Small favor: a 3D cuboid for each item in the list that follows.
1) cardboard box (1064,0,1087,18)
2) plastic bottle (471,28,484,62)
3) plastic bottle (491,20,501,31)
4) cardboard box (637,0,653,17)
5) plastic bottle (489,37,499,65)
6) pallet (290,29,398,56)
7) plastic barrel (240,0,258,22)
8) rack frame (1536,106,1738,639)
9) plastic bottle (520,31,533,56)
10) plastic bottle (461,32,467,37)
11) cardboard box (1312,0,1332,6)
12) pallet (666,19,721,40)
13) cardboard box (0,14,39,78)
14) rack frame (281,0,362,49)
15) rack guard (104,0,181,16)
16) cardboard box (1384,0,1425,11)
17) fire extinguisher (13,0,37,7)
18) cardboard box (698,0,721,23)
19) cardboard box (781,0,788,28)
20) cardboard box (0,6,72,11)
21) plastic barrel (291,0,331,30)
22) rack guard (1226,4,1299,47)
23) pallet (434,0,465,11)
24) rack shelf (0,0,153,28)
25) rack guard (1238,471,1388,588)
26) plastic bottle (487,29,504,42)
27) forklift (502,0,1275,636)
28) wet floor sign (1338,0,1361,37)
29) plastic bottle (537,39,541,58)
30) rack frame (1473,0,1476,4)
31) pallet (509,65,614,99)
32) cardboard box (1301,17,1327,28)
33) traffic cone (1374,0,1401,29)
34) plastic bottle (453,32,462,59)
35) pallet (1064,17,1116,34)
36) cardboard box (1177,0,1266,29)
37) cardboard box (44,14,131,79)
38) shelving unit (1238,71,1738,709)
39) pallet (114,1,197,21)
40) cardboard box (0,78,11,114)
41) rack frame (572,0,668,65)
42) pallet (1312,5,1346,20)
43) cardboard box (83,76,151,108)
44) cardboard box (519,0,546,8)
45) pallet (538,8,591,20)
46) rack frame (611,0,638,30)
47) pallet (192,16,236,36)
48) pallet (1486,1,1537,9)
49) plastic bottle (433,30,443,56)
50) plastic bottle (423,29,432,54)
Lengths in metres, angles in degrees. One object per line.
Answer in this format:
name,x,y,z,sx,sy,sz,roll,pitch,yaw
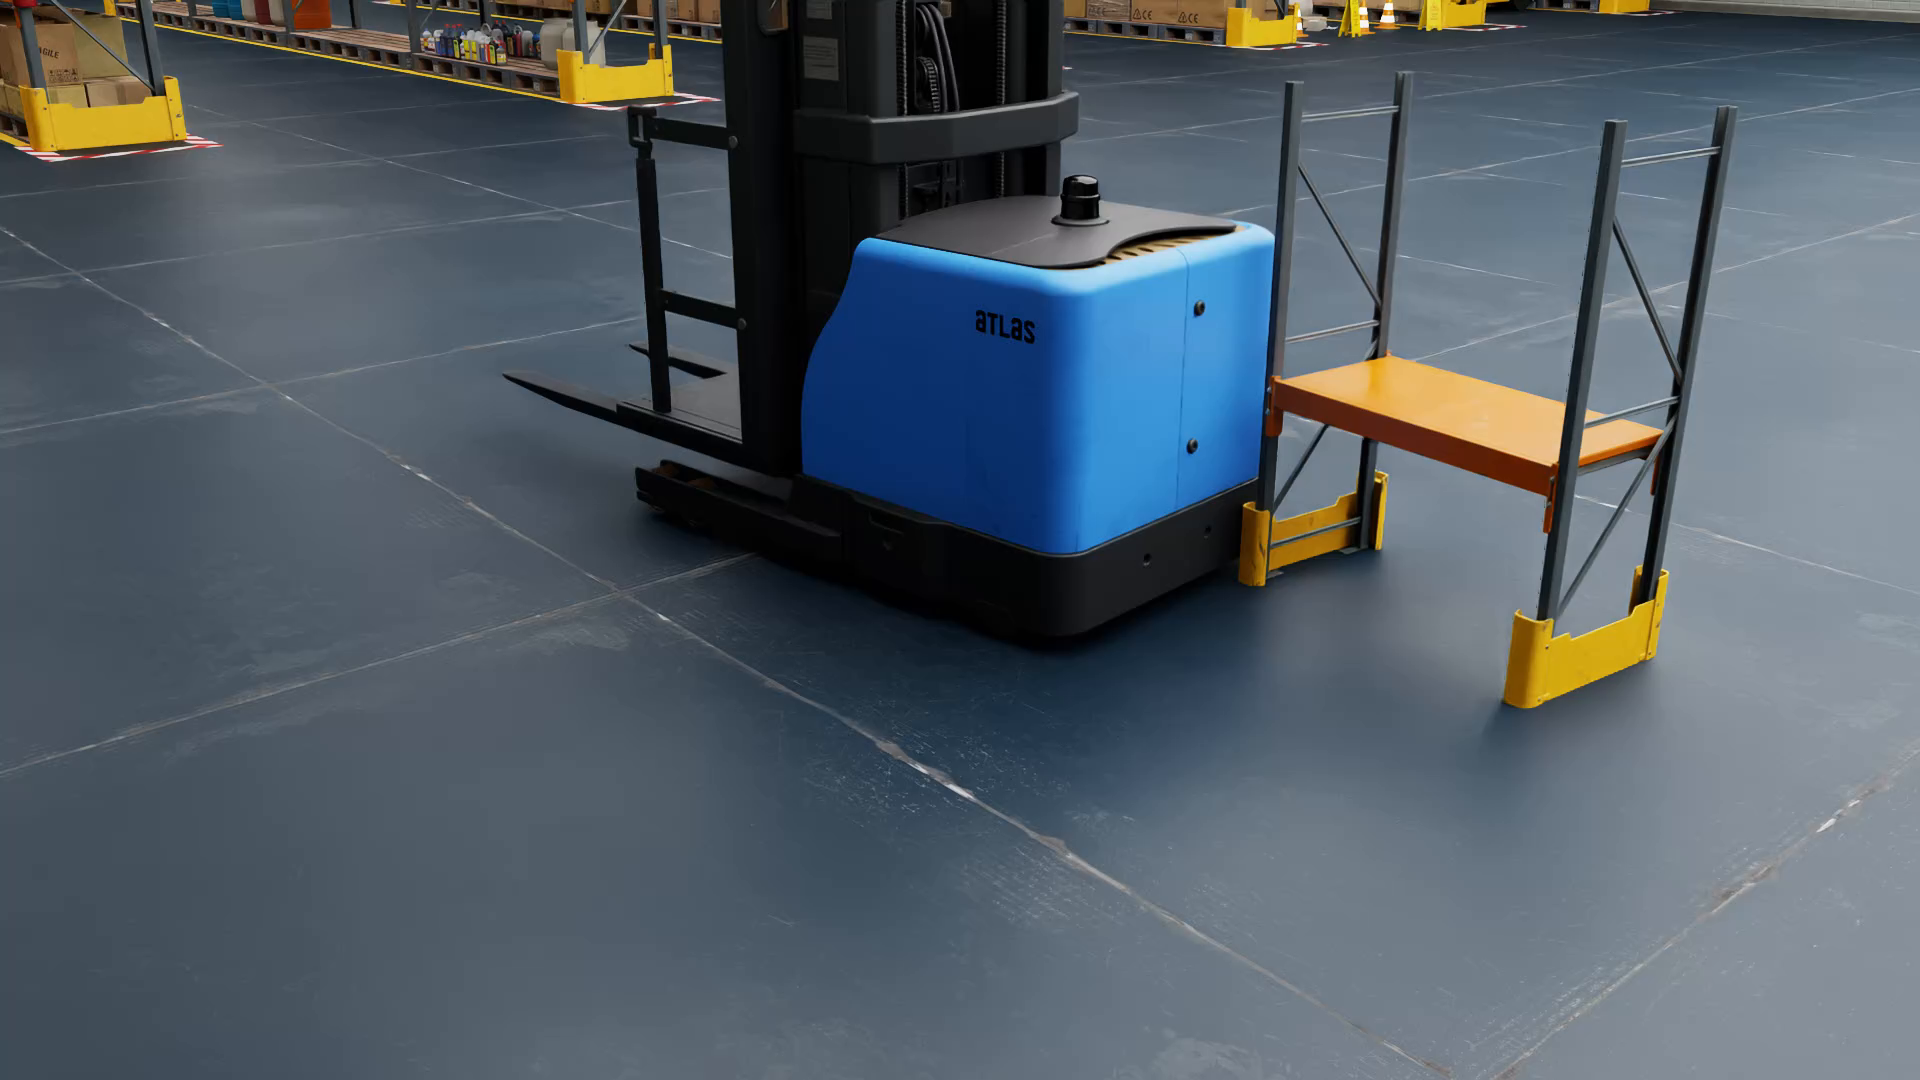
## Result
cardboard box,1.897,-8.380,25.105,0.875,0.875,0.875,-17,27,-37
plastic bottle,-5.302,-5.461,18.344,0.144,0.351,0.185,-16,27,-35
plastic bottle,-5.398,-5.895,19.451,0.144,0.351,0.185,-18,28,-39
cardboard box,-4.443,-8.178,25.074,0.700,0.500,0.500,-19,28,-40
plastic bottle,-5.046,-5.299,18.021,0.061,0.283,0.133,-17,27,-36
pallet,-8.171,-6.616,22.087,1.003,0.211,1.213,-17,27,-37
plastic barrel,-10.153,-7.753,24.001,0.421,0.512,0.421,0,21,0
rack frame,1.705,-0.320,4.245,0.500,1.500,0.032,-15,26,-33
plastic bottle,-4.959,-5.672,18.984,0.152,0.276,0.135,-17,27,-36
plastic bottle,-5.638,-5.634,18.894,0.097,0.271,0.097,0,21,0
cardboard box,6.109,-8.968,27.463,0.500,0.250,0.500,-18,28,-38
pallet,-3.594,-7.465,24.255,1.003,0.211,1.213,-17,27,-37
cardboard box,-8.420,-4.364,14.679,0.500,0.500,0.500,-17,27,-37
rack frame,-8.647,-8.138,22.148,1.000,3.000,0.127,-17,27,-37
rack guard,-13.895,-9.188,28.256,1.175,0.500,0.348,-17,27,-37
cardboard box,7.087,-8.547,26.387,0.500,0.250,0.500,-18,27,-38
fire extinguisher,-7.455,-4.570,13.146,0.296,0.674,0.183,-17,27,-37
cardboard box,-3.331,-7.718,23.901,0.500,0.500,0.700,20,29,41
cardboard box,-2.053,-7.123,22.410,0.500,0.500,0.500,-18,28,-39
cardboard box,-8.676,-4.765,15.702,0.500,0.500,0.500,-17,27,-37
plastic barrel,-8.980,-7.454,22.802,0.600,0.830,0.708,-17,27,-37
rack guard,4.166,-7.089,22.898,1.175,0.500,0.348,-17,27,-37
pallet,-8.744,-9.690,29.934,1.003,0.211,1.213,-17,27,-37
rack shelf,-8.486,-4.967,15.039,1.077,0.370,4.000,-17,27,-37
rack guard,1.117,-0.040,5.244,0.587,0.250,0.087,-15,26,-33
plastic bottle,-5.368,-5.765,19.221,0.152,0.276,0.135,-17,27,-37
forklift,-0.472,-1.530,5.371,3.031,2.935,1.130,19,28,39
wet floor sign,5.669,-7.627,24.071,0.232,0.644,0.267,17,27,36
plastic bottle,-4.727,-5.554,18.786,0.097,0.201,0.097,0,21,0
rack frame,7.834,-9.466,25.539,1.000,3.000,0.127,-17,27,-37
pallet,-4.037,-4.865,17.615,1.003,0.211,1.213,-17,27,-37
cardboard box,5.449,-8.019,25.755,0.380,0.149,0.250,-4,22,-10
traffic cone,6.576,-8.096,25.521,0.336,0.463,0.334,-17,27,-37
plastic bottle,-5.624,-5.543,18.645,0.061,0.283,0.133,-16,26,-35
pallet,1.976,-7.838,25.205,1.003,0.211,1.213,-17,27,-37
cardboard box,3.658,-7.637,23.208,0.875,0.875,0.875,-17,27,-37
cardboard box,-7.690,-4.353,14.650,0.500,0.500,0.500,-17,27,-37
shelving unit,1.406,-0.474,4.638,0.587,1.500,1.083,-15,26,-33
pallet,-13.361,-8.813,27.695,1.003,0.211,1.213,-17,27,-37
cardboard box,-8.090,-3.878,14.466,0.500,0.250,0.500,-17,27,-37
rack frame,-3.425,-5.928,16.505,1.000,3.000,0.127,-17,27,-37
pallet,6.489,-8.758,27.556,1.003,0.211,1.213,-17,27,-37
cardboard box,-7.362,-3.866,14.436,0.500,0.250,0.500,-17,27,-37
cardboard box,-6.489,-9.210,27.222,1.225,0.875,0.875,-19,28,-39
pallet,-6.145,-8.591,27.129,1.003,0.211,1.213,-17,27,-37
rack frame,-4.895,-9.317,25.159,1.000,3.000,0.127,-17,27,-37
pallet,-10.786,-7.722,24.909,1.003,0.211,1.213,-17,27,-37
pallet,10.269,-9.888,30.441,1.003,0.211,1.213,-17,27,-37
plastic bottle,-5.929,-5.694,19.041,0.152,0.276,0.135,-16,27,-36
plastic bottle,-6.161,-5.775,19.253,0.097,0.271,0.097,0,21,0
